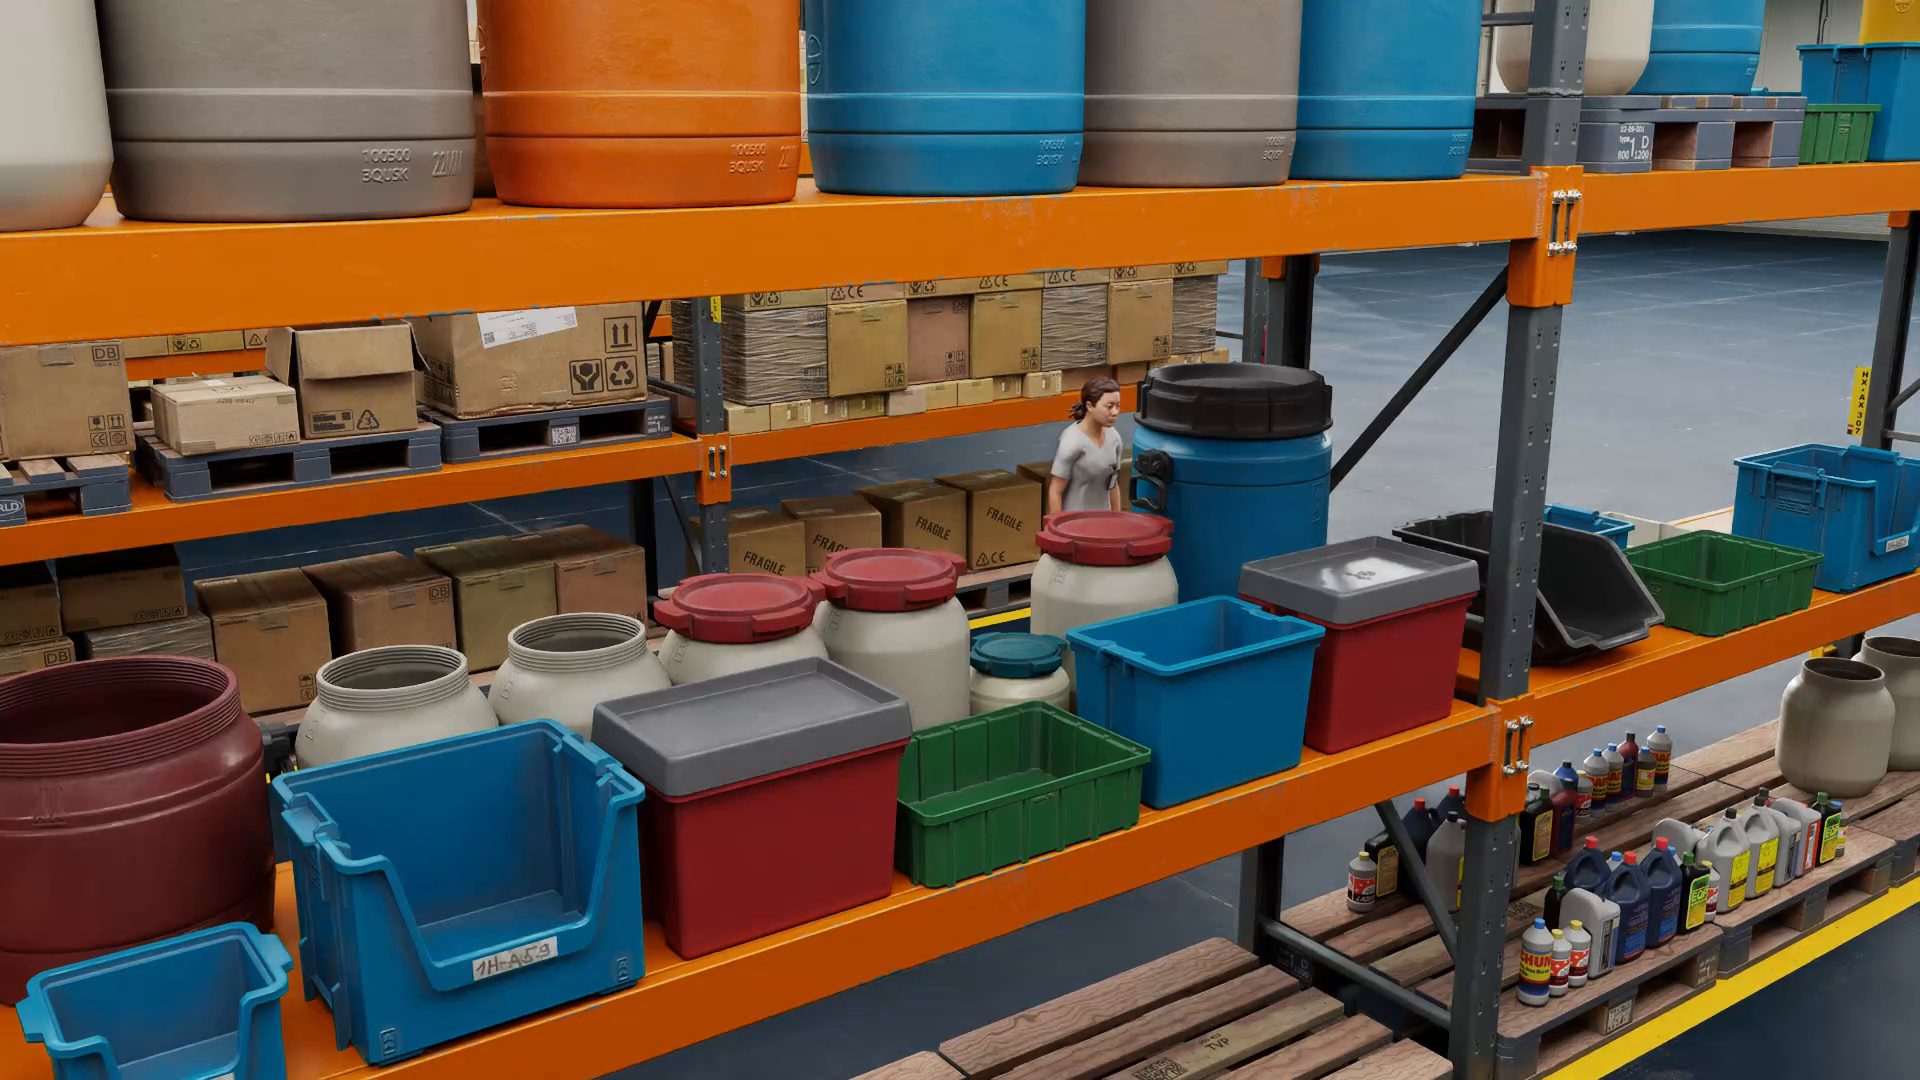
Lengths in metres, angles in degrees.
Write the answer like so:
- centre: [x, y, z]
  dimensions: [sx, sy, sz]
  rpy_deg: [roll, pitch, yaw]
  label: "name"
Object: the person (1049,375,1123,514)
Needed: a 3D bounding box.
- centre: [0.674, -0.018, 8.591]
  dimensions: [0.510, 1.667, 0.417]
  rpy_deg: [-12, 19, -38]
  label: "person"
